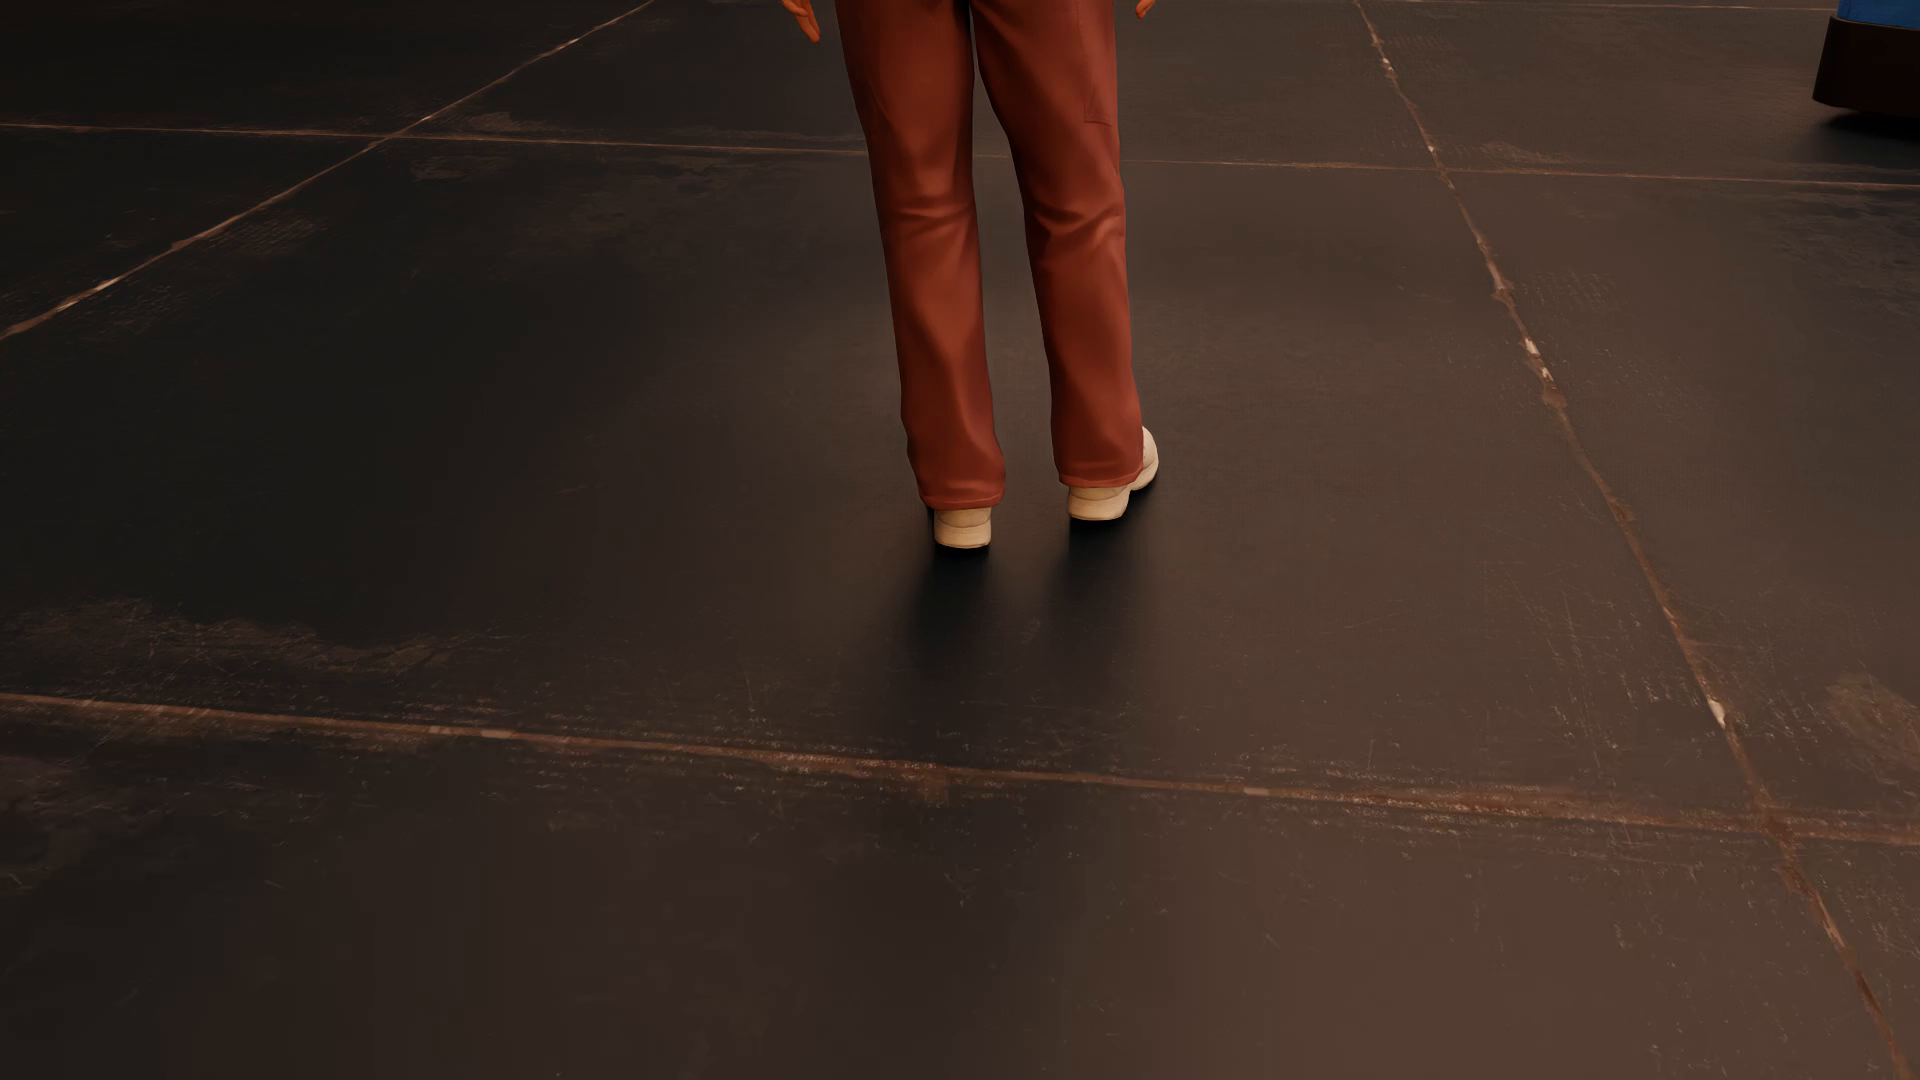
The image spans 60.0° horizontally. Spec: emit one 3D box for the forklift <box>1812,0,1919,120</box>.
[{"bbox_3d":[4.002,-2.822,4.875,3.031,2.935,1.130,-21,33,-36],"label":"forklift"}]

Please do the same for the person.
[{"bbox_3d":[0.021,-0.789,2.187,0.553,1.673,0.548,3,27,7],"label":"person"}]
